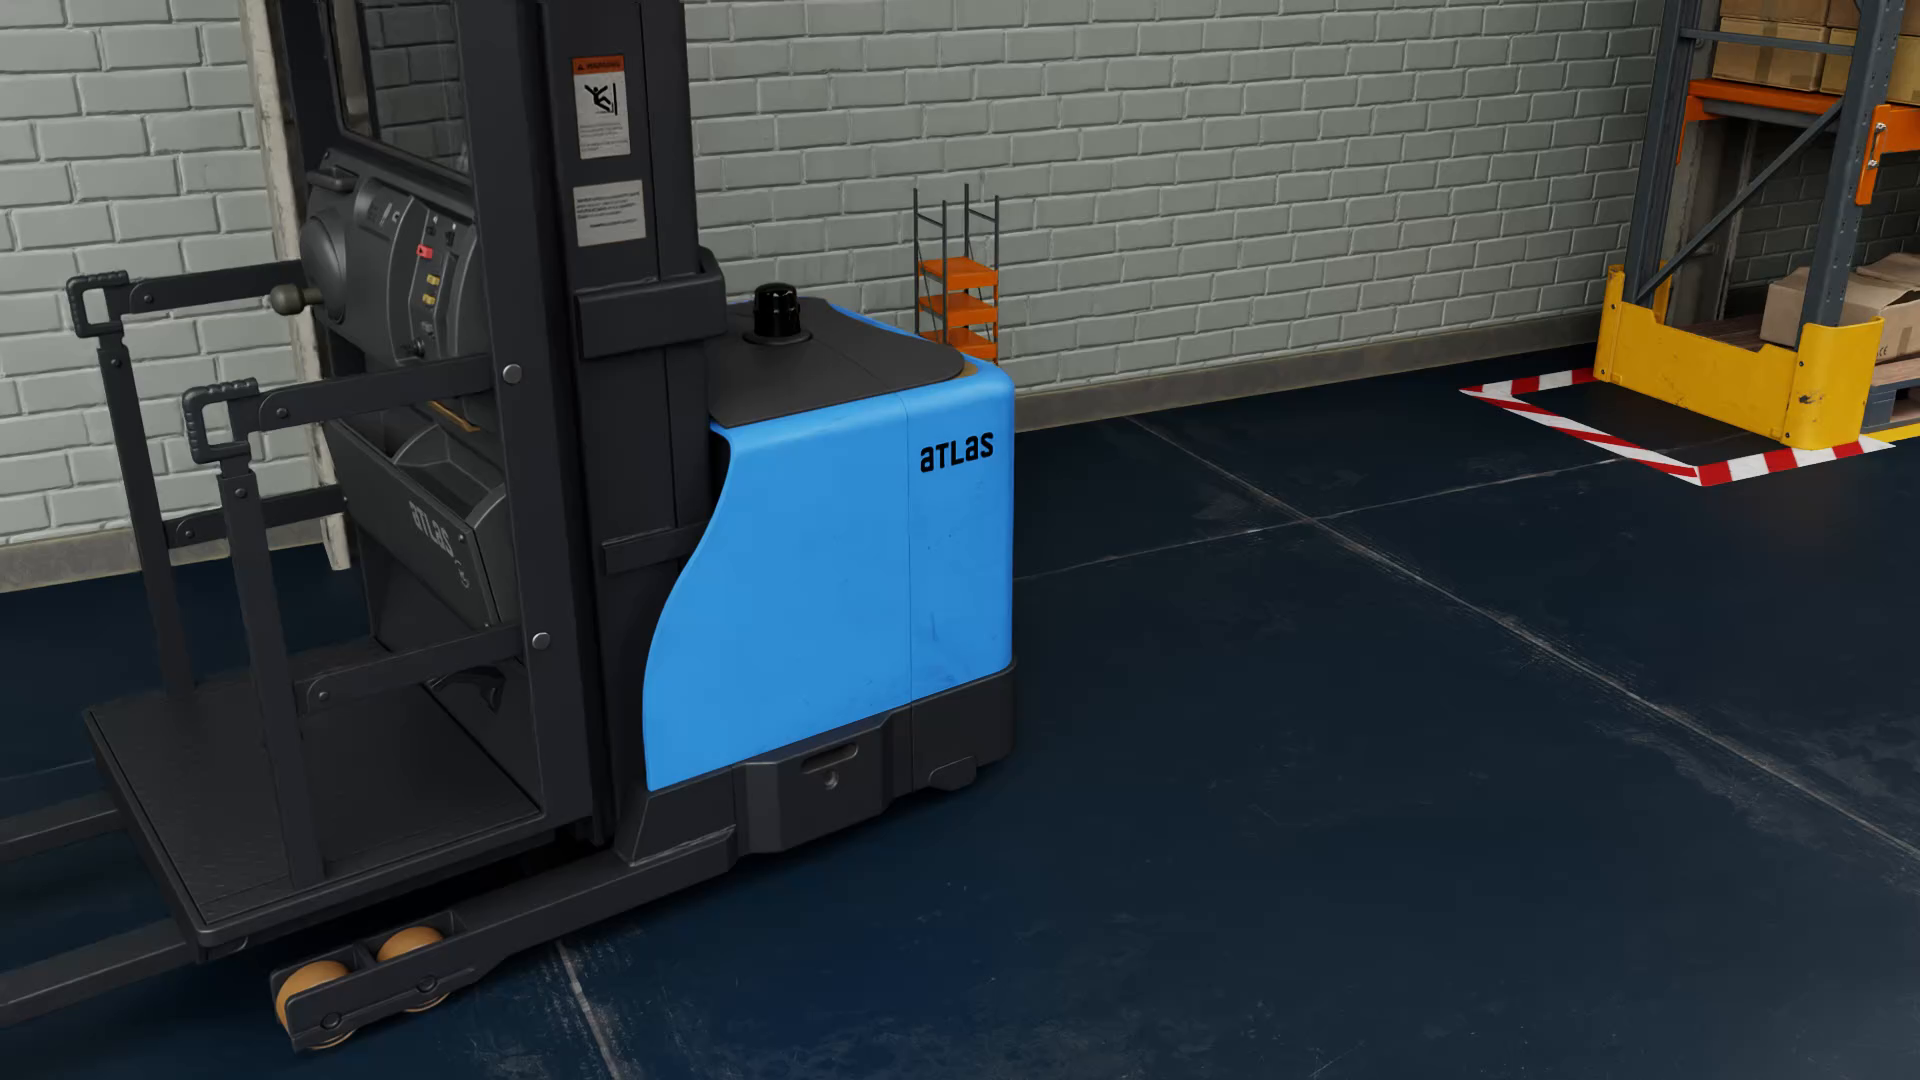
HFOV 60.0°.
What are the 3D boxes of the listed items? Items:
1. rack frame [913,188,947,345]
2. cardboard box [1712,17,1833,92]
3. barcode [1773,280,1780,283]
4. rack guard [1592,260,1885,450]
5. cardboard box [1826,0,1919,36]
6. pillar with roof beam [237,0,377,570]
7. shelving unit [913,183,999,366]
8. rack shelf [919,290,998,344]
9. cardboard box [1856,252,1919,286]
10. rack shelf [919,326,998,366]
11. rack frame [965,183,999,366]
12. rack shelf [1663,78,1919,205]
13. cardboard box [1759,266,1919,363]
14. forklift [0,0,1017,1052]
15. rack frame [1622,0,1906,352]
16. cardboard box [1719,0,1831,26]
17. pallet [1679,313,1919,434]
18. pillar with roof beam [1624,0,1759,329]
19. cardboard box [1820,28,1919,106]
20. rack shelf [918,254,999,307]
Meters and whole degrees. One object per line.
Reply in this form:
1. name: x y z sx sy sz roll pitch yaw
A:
1. rack frame: -0.095 -0.537 5.478 0.006 1.200 0.240 -10 25 -24
2. cardboard box: 3.525 -2.035 6.915 0.500 0.250 0.500 -10 25 -23
3. barcode: 3.693 -1.141 7.512 0.075 0.075 0.001 -10 25 -24
4. rack guard: 3.257 -0.809 7.050 0.348 0.500 1.175 -10 25 -24
5. cardboard box: 3.749 -2.213 6.364 0.500 0.500 0.500 -10 25 -24
6. pillar with roof beam: -0.096 -2.658 0.406 0.400 9.000 9.100 -10 25 -24
7. shelving unit: -0.013 -0.552 5.515 0.189 1.200 0.258 -10 25 -24
8. rack shelf: -0.013 -0.733 5.440 0.180 0.103 0.258 -10 25 -24
9. cardboard box: 4.364 -1.090 7.402 0.500 0.311 0.500 -8 24 -19
10. rack shelf: -0.013 -0.622 5.486 0.180 0.103 0.258 -10 25 -24
11. rack frame: 0.069 -0.567 5.551 0.006 1.200 0.240 -10 25 -24
12. rack shelf: 4.990 -1.950 7.481 4.000 0.370 1.077 -10 25 -24
13. cardboard box: 3.851 -0.996 7.174 0.500 0.311 0.500 -14 26 -30
14. forklift: -1.341 -0.573 3.301 3.031 2.935 1.130 -16 27 -33
15. rack frame: 3.188 -1.951 6.541 0.127 3.000 1.000 -10 25 -24
16. cardboard box: 3.521 -2.389 6.789 0.500 0.500 0.500 -11 25 -24
17. pallet: 4.004 -0.798 7.401 1.213 0.211 1.003 -10 25 -24
18. pillar with roof beam: 5.311 -3.654 2.811 0.400 9.000 9.100 -10 25 -24
19. cardboard box: 3.765 -1.863 6.498 0.500 0.250 0.500 -11 25 -25
20. rack shelf: -0.013 -0.844 5.394 0.180 0.103 0.258 -10 25 -24
